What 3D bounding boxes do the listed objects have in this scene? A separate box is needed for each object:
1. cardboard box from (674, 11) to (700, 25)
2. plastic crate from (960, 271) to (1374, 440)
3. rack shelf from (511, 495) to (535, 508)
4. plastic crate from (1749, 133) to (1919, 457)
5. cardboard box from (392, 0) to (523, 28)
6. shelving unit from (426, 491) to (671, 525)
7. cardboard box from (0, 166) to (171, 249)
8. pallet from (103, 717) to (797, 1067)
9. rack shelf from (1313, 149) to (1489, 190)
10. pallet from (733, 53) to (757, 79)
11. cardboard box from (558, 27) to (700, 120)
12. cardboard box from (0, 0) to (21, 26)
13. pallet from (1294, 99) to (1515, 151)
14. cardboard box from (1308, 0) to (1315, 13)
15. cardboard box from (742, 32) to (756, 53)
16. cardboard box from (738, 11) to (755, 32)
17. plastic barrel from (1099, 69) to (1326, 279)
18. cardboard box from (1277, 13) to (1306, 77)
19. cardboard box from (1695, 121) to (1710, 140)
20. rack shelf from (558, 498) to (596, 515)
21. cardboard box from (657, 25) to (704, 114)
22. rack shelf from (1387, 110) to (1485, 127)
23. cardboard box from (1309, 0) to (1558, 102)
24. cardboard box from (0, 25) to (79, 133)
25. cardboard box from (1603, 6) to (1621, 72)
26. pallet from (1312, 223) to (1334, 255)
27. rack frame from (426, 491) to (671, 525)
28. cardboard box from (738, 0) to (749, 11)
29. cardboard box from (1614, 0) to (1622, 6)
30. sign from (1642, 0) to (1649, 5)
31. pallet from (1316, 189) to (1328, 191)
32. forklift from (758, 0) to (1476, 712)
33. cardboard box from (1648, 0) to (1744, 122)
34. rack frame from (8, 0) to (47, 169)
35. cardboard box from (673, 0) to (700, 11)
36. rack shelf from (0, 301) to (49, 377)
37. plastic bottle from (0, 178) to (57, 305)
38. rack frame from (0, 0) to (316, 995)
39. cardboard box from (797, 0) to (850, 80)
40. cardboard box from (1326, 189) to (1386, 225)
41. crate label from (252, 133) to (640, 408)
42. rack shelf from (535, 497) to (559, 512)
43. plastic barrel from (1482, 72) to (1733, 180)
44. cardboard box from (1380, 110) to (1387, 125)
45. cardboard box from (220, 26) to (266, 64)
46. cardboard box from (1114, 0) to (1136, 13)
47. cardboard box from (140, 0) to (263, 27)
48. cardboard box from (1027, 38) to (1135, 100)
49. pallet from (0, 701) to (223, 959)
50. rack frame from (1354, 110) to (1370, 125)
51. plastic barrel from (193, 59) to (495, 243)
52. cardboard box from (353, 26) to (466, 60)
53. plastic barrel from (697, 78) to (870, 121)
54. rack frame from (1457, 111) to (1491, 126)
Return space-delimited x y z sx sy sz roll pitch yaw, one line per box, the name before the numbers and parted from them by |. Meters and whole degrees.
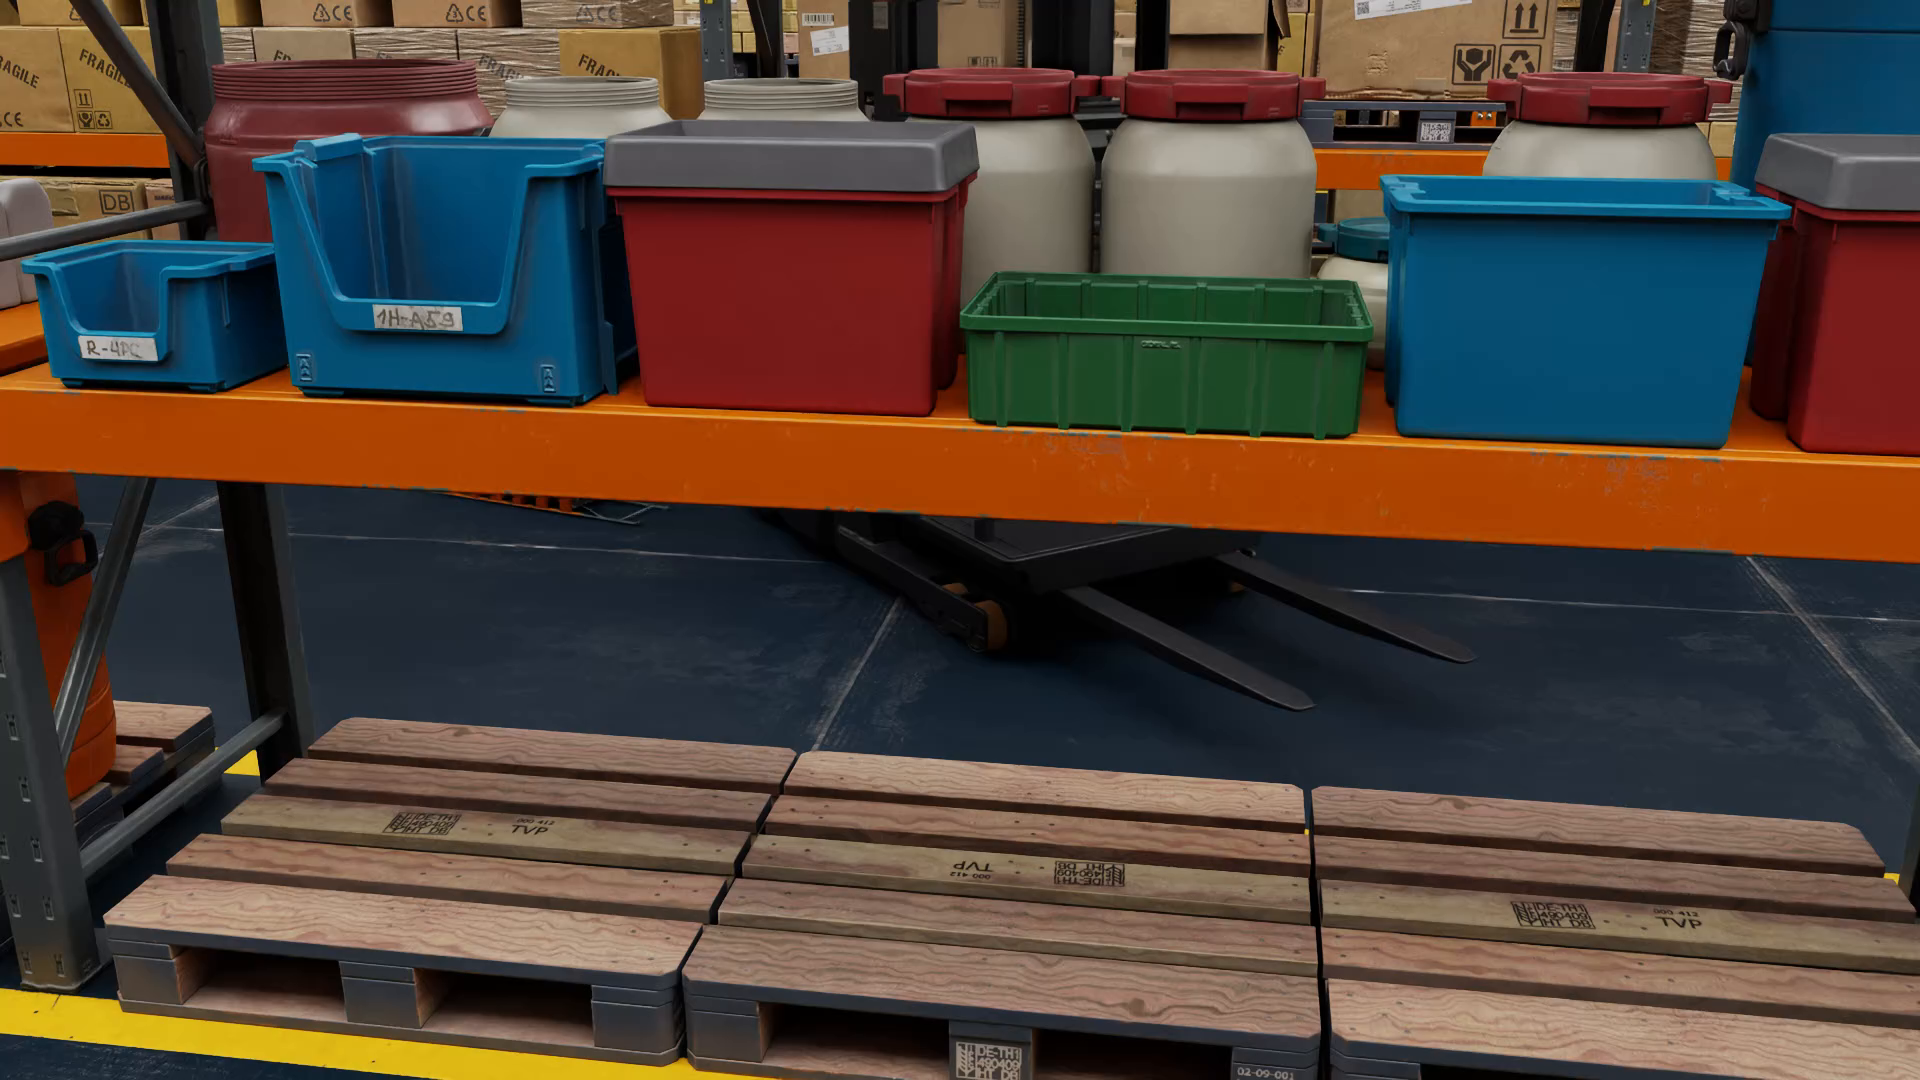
cardboard box | -1.988 -3.901 12.501 0.250 0.149 0.380 3 19 10
plastic crate | 0.359 -0.331 2.898 0.662 0.188 0.450 3 19 9
rack shelf | -1.710 -0.256 6.759 0.103 0.180 0.258 9 20 25
plastic crate | 1.597 -0.391 2.643 0.583 0.464 0.402 3 19 9
cardboard box | -2.403 -2.784 8.157 0.637 0.503 0.797 3 19 10
shelving unit | -1.750 -0.262 6.777 1.200 0.189 0.258 9 20 25
cardboard box | -4.355 -1.552 8.901 0.875 0.875 1.225 3 19 9
pallet | -1.067 0.740 3.758 1.213 0.211 1.003 3 19 9
rack shelf | 0.934 -1.743 7.919 4.000 0.370 1.077 3 19 9
pallet | -2.115 -3.730 13.025 1.213 0.211 1.003 3 19 9
cardboard box | -1.567 -2.180 7.932 0.500 0.500 0.500 4 19 10
cardboard box | -5.422 -2.916 8.877 0.500 0.500 0.500 3 19 9
pallet | 2.177 -1.977 7.786 1.213 0.211 1.003 3 19 9
cardboard box | 2.796 -4.102 12.103 0.500 0.500 0.700 3 19 8
cardboard box | -1.458 -3.734 12.470 0.250 0.149 0.380 3 19 8
cardboard box | -1.485 -3.875 12.423 0.250 0.149 0.380 3 19 9
plastic barrel | 0.489 -0.650 3.305 0.433 0.535 0.433 0 18 0
cardboard box | 2.240 -3.573 12.098 0.500 0.500 0.500 3 19 9
cardboard box | 3.074 -1.759 7.230 0.250 0.149 0.380 3 19 9
rack shelf | -1.495 -0.224 6.657 0.103 0.180 0.258 9 20 25
cardboard box | -1.477 -2.342 8.418 0.500 0.500 0.500 3 19 10
rack shelf | 1.821 -3.292 12.548 4.000 0.370 1.077 3 19 9
cardboard box | 2.147 -2.551 7.593 1.000 1.000 1.000 3 19 9
cardboard box | -4.575 -2.332 8.389 0.500 0.500 0.500 3 19 9
cardboard box | 4.708 -3.568 12.004 0.550 0.550 0.875 3 19 9
pallet | 3.022 -2.225 12.621 1.213 0.211 1.003 3 19 9
rack frame | -1.749 -0.175 6.806 1.200 0.006 0.240 9 20 25
cardboard box | -1.481 -4.016 12.374 0.250 0.149 0.380 3 19 10
cardboard box | 4.716 -4.095 11.877 0.550 0.550 0.875 3 19 9
sign | 2.825 -2.359 6.800 0.005 0.325 0.100 3 19 9
pallet | 3.712 -3.805 17.341 1.213 0.211 1.003 3 19 9
forklift | 0.353 -1.203 5.278 1.130 2.935 3.031 -11 22 -30
cardboard box | 3.343 -2.130 7.316 0.500 0.500 0.875 3 19 9
rack frame | -4.990 -2.386 8.708 0.127 3.000 1.000 3 19 9
cardboard box | -1.987 -4.043 12.455 0.250 0.149 0.380 4 19 11
rack shelf | -3.801 -0.393 3.883 4.000 0.370 1.077 3 19 9
plastic bottle | -2.202 -0.697 3.856 0.135 0.276 0.152 3 19 9
rack frame | -1.826 -0.633 3.468 0.127 3.000 1.000 3 19 9
cardboard box | -0.501 -2.417 7.980 0.500 0.500 0.500 1 19 2
cardboard box | 3.168 -2.668 12.433 0.750 0.750 1.050 3 19 8
crate label | -0.888 -0.515 3.060 0.616 0.435 0.502 3 19 9
rack shelf | -1.602 -0.240 6.708 0.103 0.180 0.258 9 20 25
plastic barrel | 1.214 -0.613 3.194 0.433 0.535 0.433 0 18 0
cardboard box | 5.690 -5.411 21.418 0.500 0.250 0.500 3 19 9
cardboard box | -3.585 -2.282 8.238 0.500 0.500 0.500 2 19 7
cardboard box | 1.294 -4.179 12.334 0.500 0.500 0.700 3 19 8
cardboard box | -3.682 -2.842 8.330 0.637 0.503 0.797 3 19 9
cardboard box | 0.578 -2.157 7.596 0.500 0.250 0.500 2 19 7
pallet | -2.611 0.662 3.990 1.213 0.211 1.003 3 19 9
rack frame | 5.265 -6.644 21.431 0.127 3.000 1.000 3 19 9
plastic barrel | -1.320 -0.769 3.661 0.708 0.536 0.600 3 19 9
cardboard box | -2.571 -2.232 8.088 0.500 0.500 0.500 2 19 7
plastic barrel | -0.361 -0.680 3.433 0.421 0.512 0.421 0 18 0
rack frame | 3.796 -3.532 12.133 0.127 3.000 1.000 3 19 9
